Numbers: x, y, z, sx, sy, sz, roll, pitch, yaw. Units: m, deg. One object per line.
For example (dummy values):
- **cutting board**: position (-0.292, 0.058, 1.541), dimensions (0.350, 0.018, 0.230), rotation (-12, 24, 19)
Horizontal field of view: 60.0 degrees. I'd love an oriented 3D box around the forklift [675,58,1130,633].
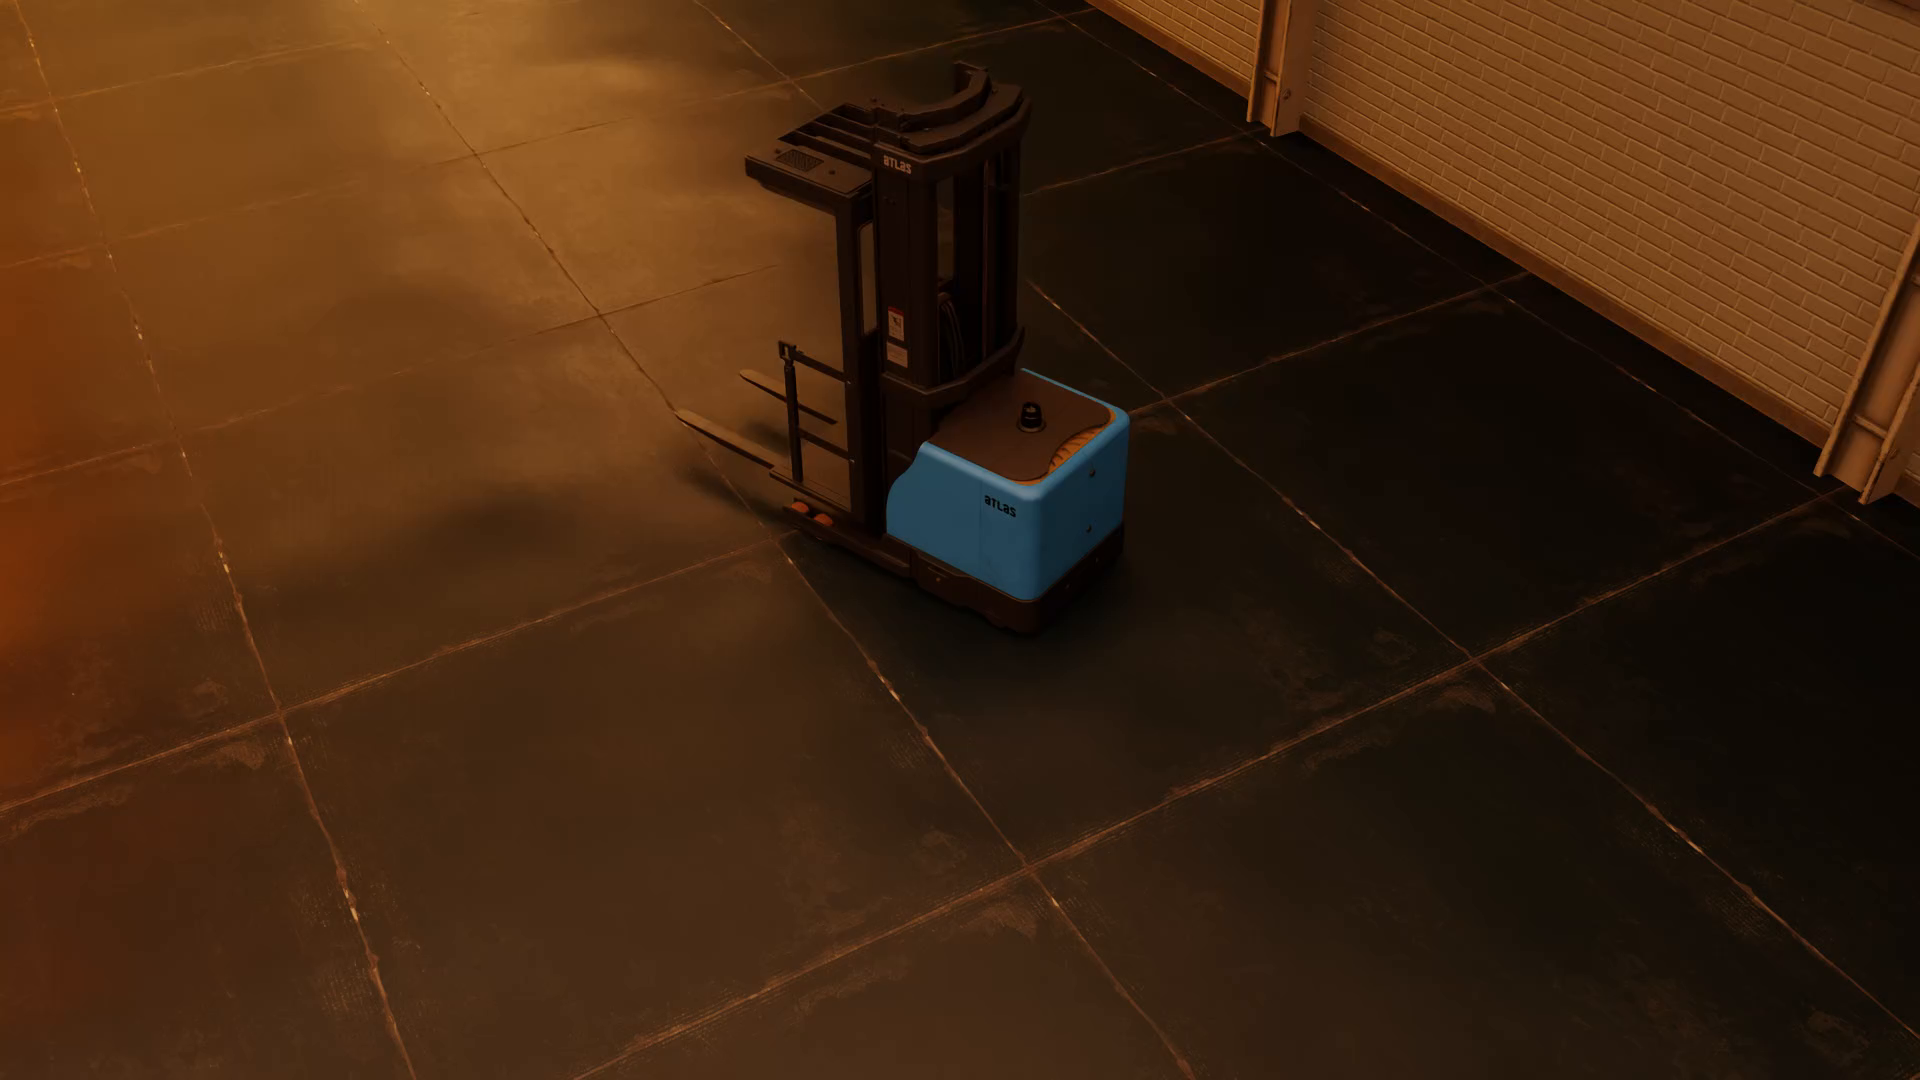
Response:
- **forklift**: position (-0.481, -1.366, 9.683), dimensions (3.031, 2.935, 1.130), rotation (26, 46, 28)
